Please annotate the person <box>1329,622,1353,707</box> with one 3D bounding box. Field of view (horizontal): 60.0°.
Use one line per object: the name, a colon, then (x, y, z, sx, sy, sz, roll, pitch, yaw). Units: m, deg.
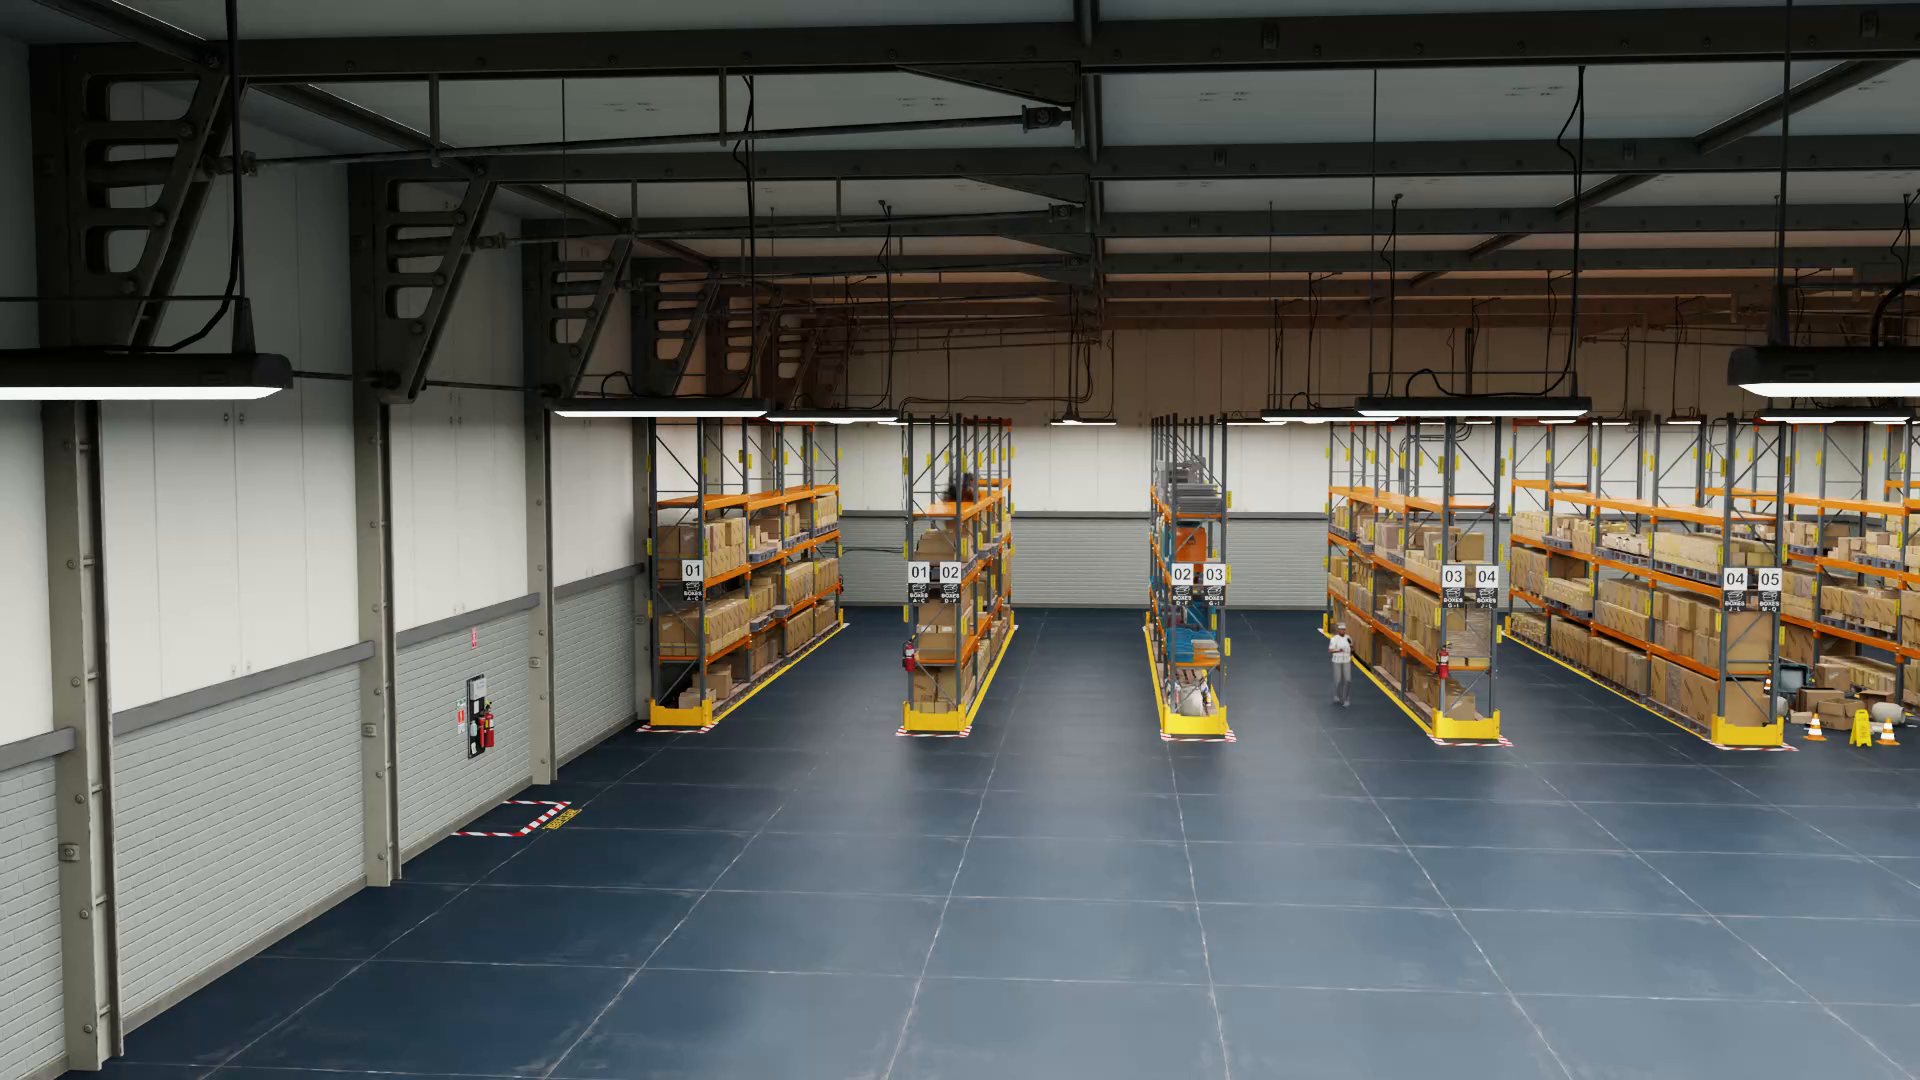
person: (7.885, 2.567, 34.350, 0.556, 1.756, 0.714, 0, 4, 0)
